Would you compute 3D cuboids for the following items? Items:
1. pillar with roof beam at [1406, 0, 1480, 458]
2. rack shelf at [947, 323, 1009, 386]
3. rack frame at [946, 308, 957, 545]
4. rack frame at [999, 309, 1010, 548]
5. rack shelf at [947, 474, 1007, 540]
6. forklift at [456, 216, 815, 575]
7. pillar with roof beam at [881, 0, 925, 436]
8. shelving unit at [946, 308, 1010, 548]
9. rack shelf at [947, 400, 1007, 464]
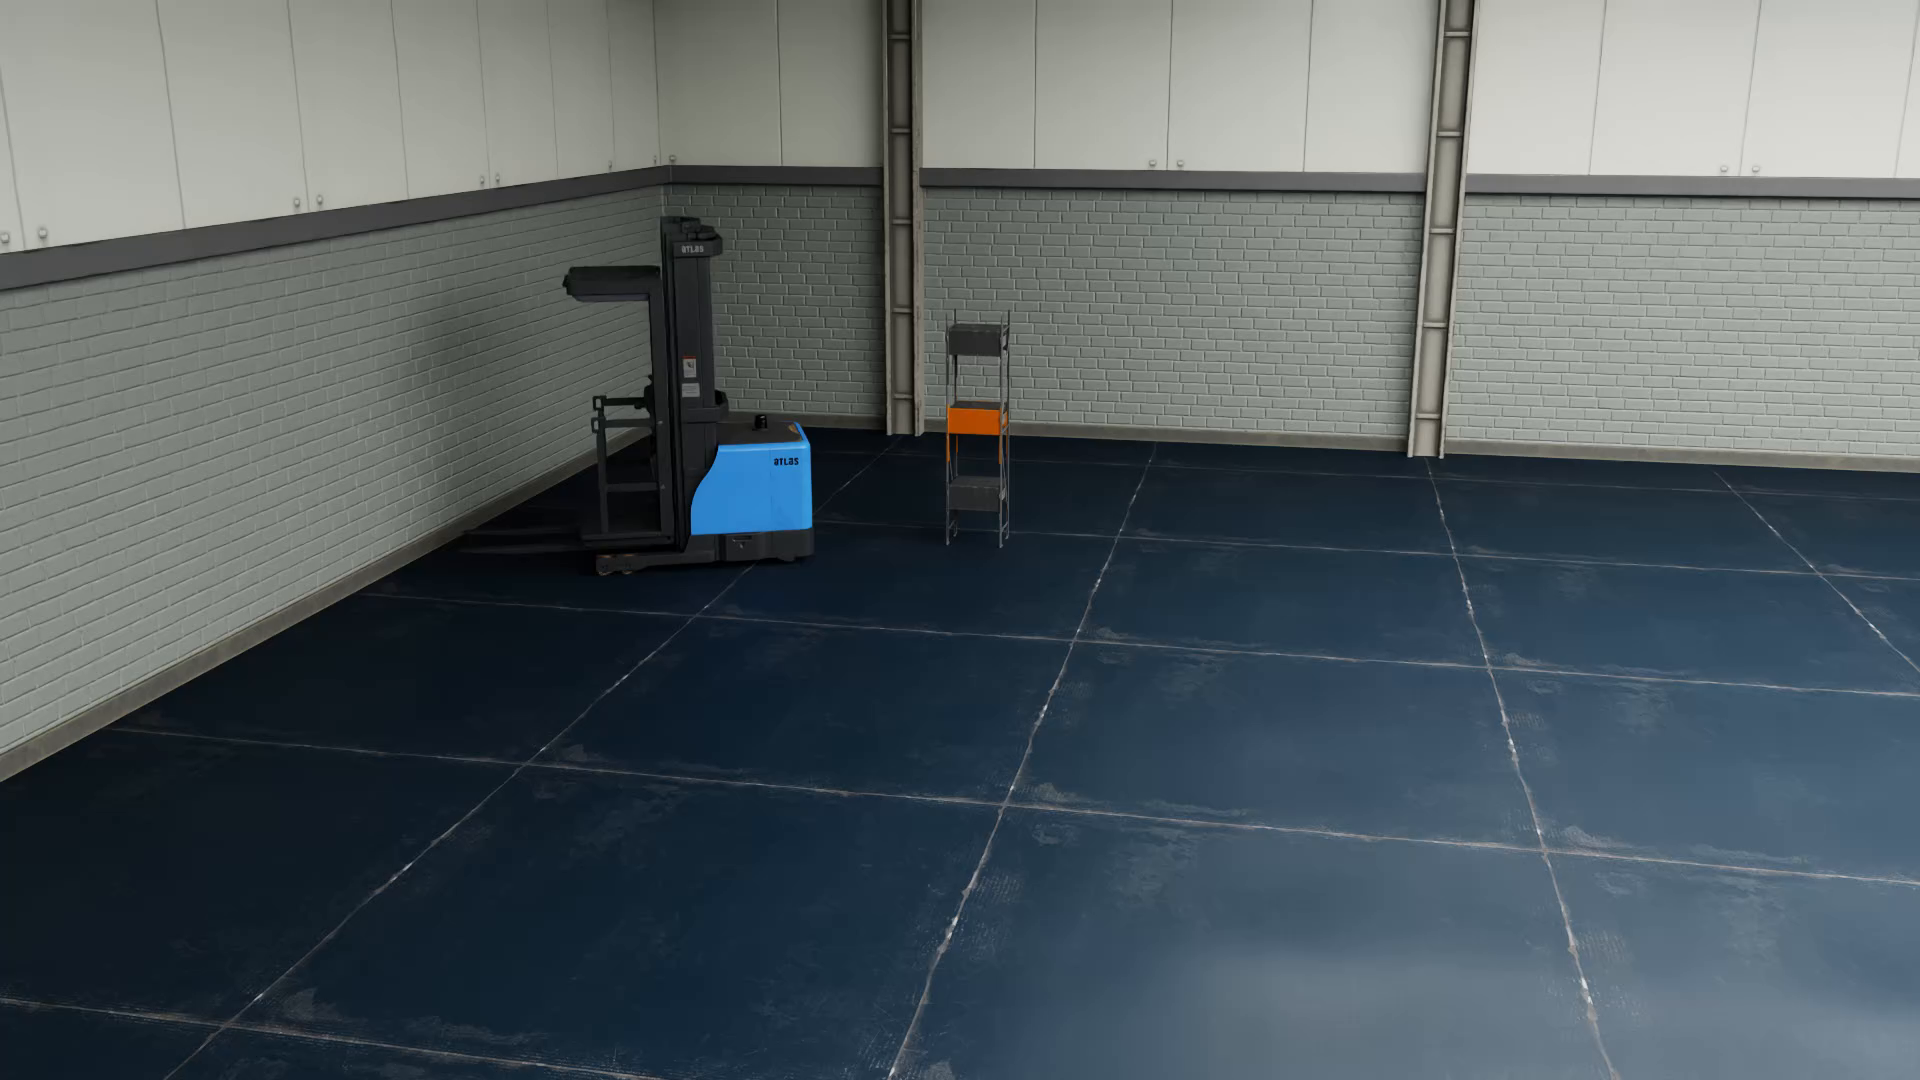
[{"bbox_3d":[4.372,-4.171,13.451,0.400,9.000,9.100,3,16,11],"label":"pillar with roof beam"},{"bbox_3d":[0.162,-1.665,14.755,0.480,0.518,0.431,3,16,11],"label":"rack shelf"},{"bbox_3d":[-0.077,-1.016,14.985,0.015,2.100,0.400,3,16,11],"label":"rack frame"},{"bbox_3d":[0.401,-0.990,14.891,0.015,2.100,0.400,3,16,11],"label":"rack frame"},{"bbox_3d":[0.162,-0.315,15.128,0.480,0.518,0.431,3,16,11],"label":"rack shelf"},{"bbox_3d":[-2.845,-1.266,14.329,3.031,2.935,1.130,-3,16,-11],"label":"forklift"},{"bbox_3d":[-1.508,-4.490,14.604,0.400,9.000,9.100,3,16,11],"label":"pillar with roof beam"},{"bbox_3d":[0.162,-1.003,14.938,0.503,2.100,0.431,3,16,11],"label":"shelving unit"},{"bbox_3d":[0.162,-0.990,14.942,0.480,0.518,0.431,3,16,11],"label":"rack shelf"}]
